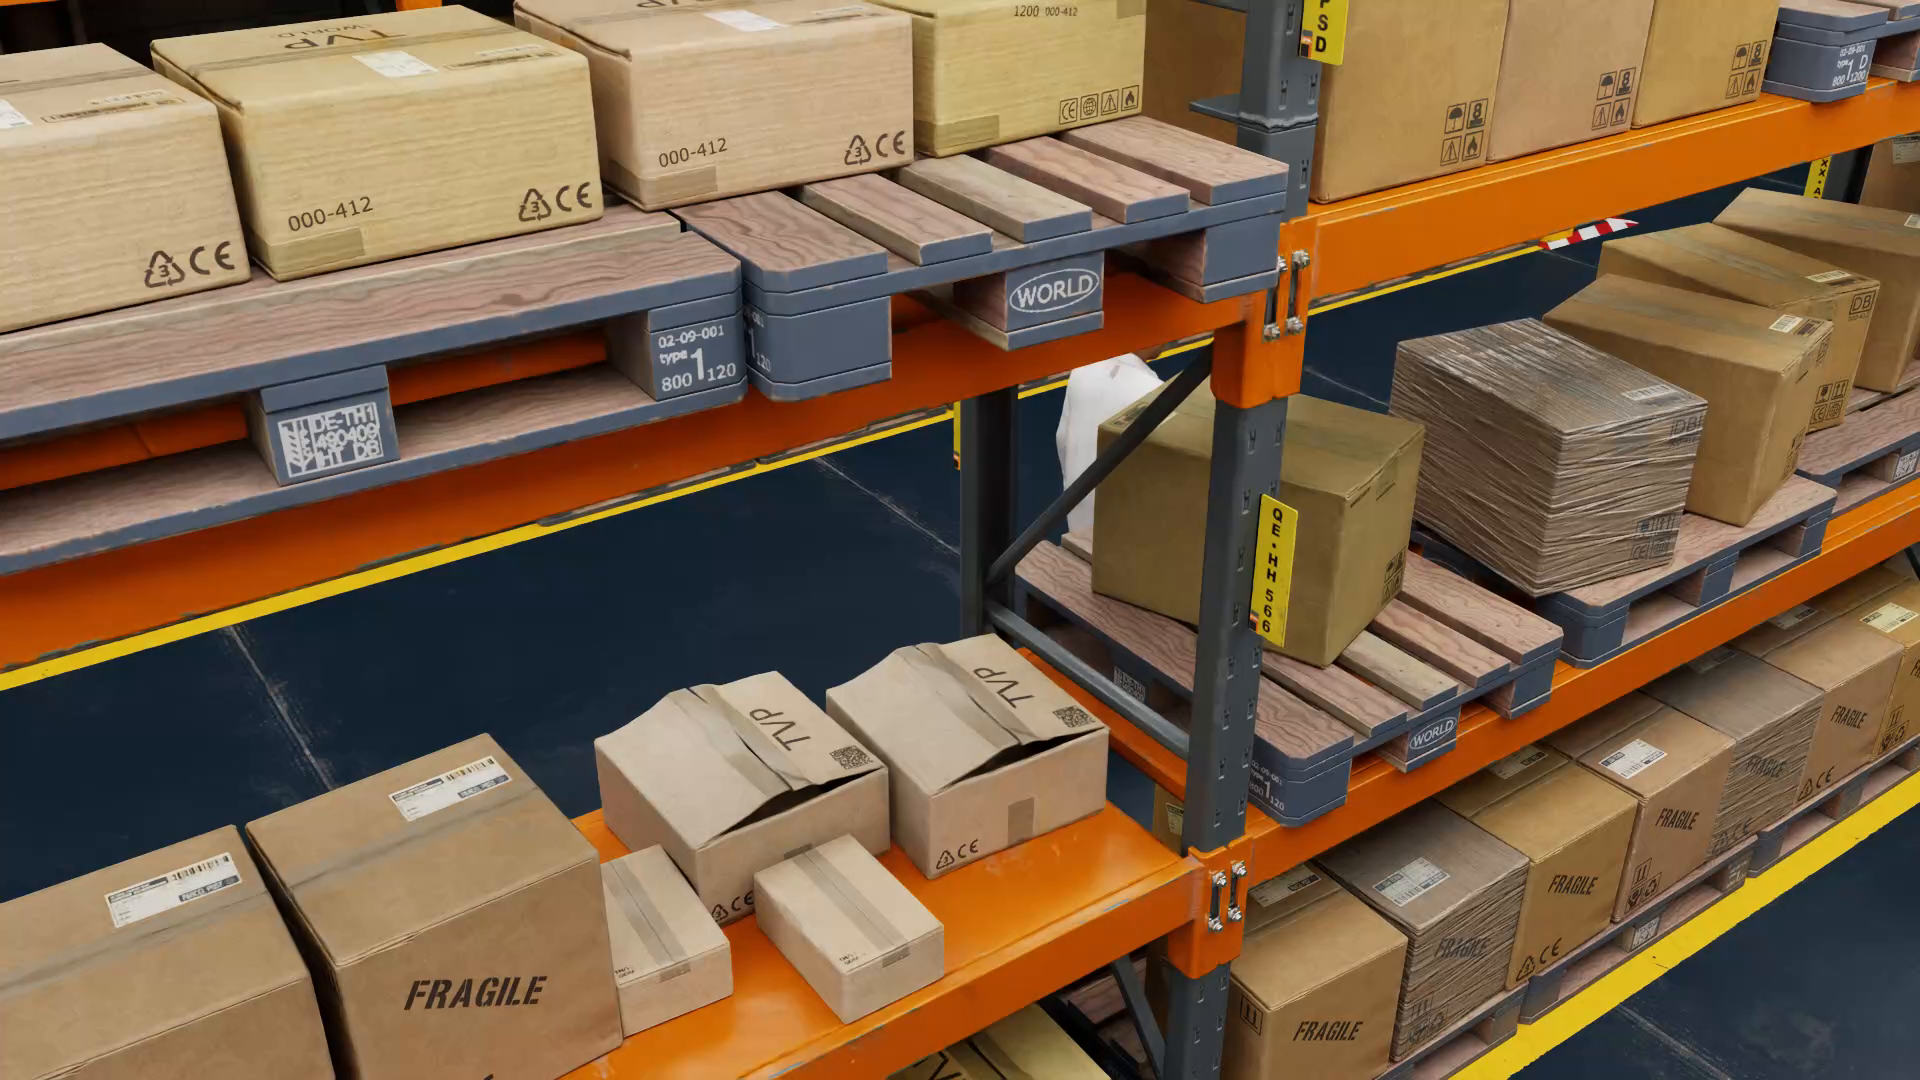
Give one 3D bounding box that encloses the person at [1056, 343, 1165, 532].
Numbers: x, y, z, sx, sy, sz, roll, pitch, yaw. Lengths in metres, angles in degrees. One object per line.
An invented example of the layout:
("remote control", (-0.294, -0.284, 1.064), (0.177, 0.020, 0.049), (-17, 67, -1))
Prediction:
("person", (0.615, -0.064, 6.258), (0.416, 1.774, 0.656), (-20, 34, -32))
